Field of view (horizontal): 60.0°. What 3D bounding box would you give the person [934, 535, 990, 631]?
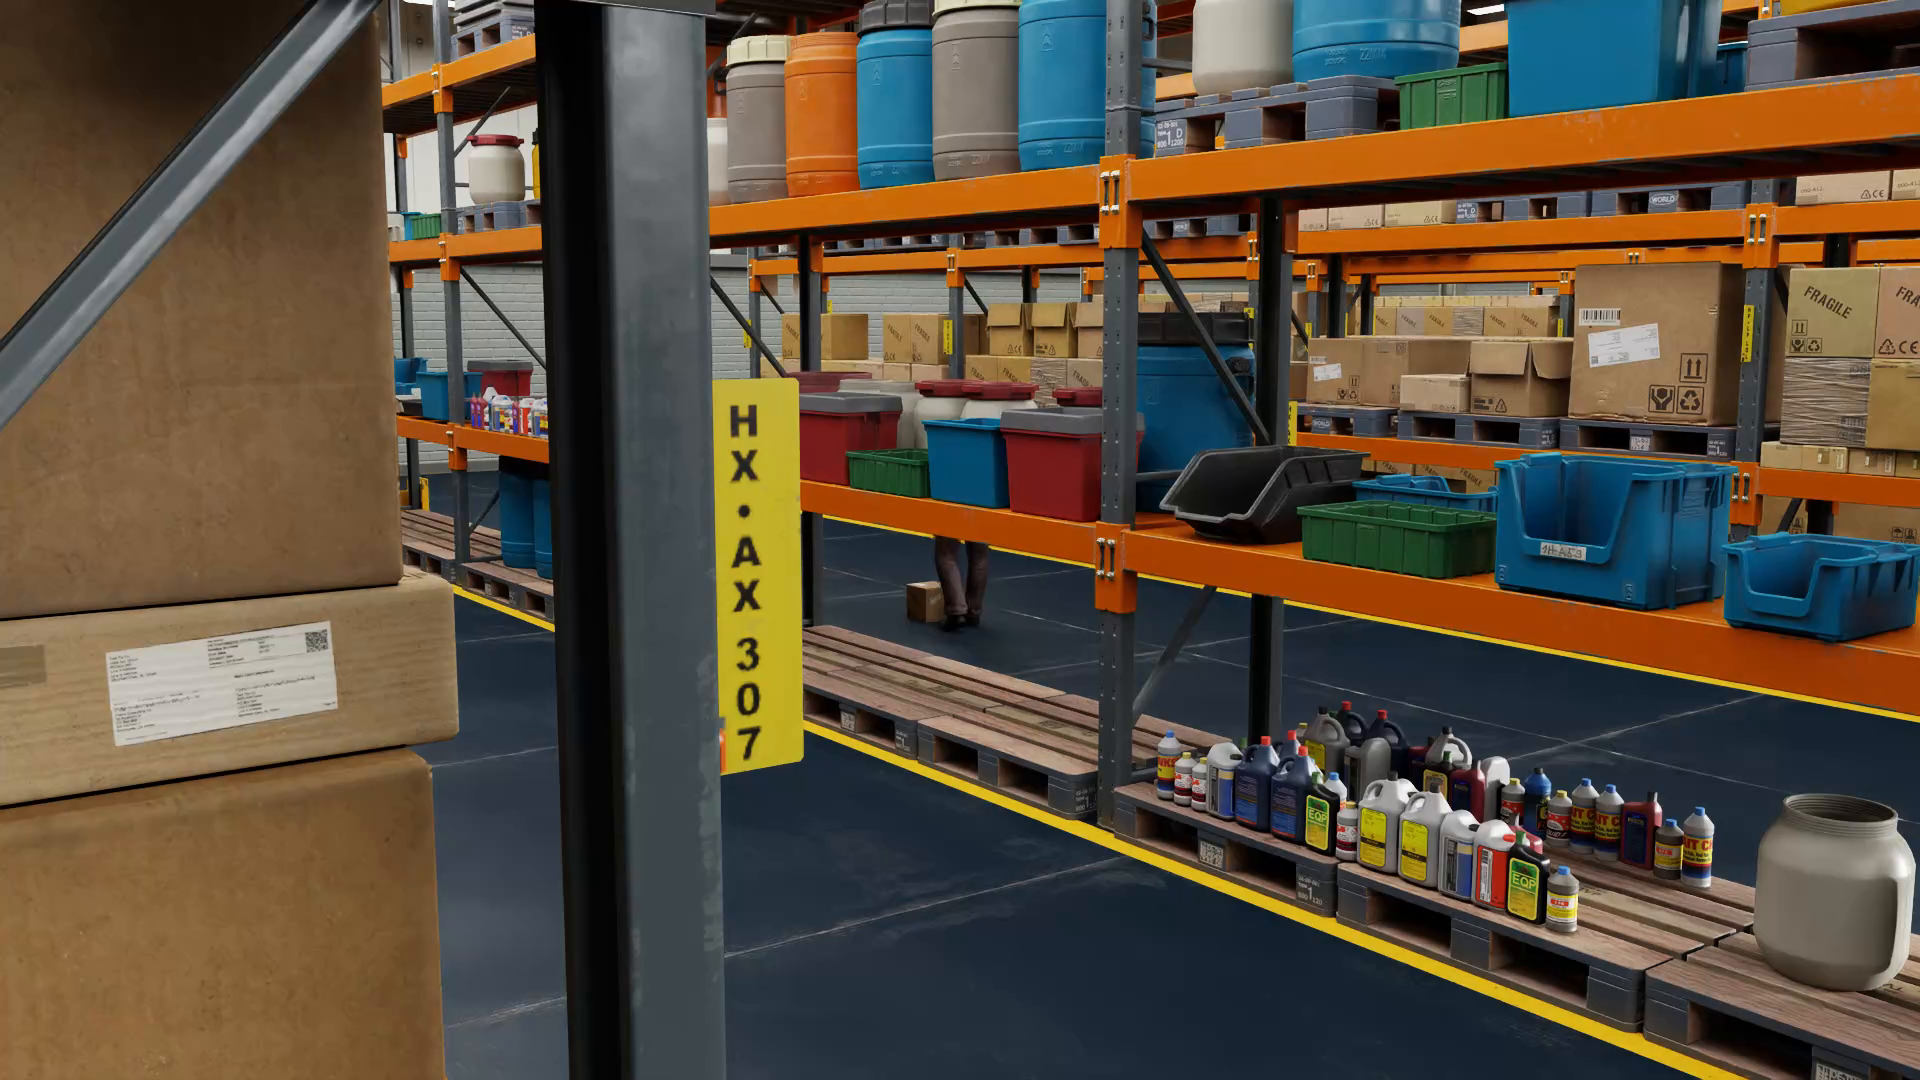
[{"bbox_3d":[0.038,-0.218,11.646,0.576,1.788,0.513,-4,9,-29],"label":"person"}]
